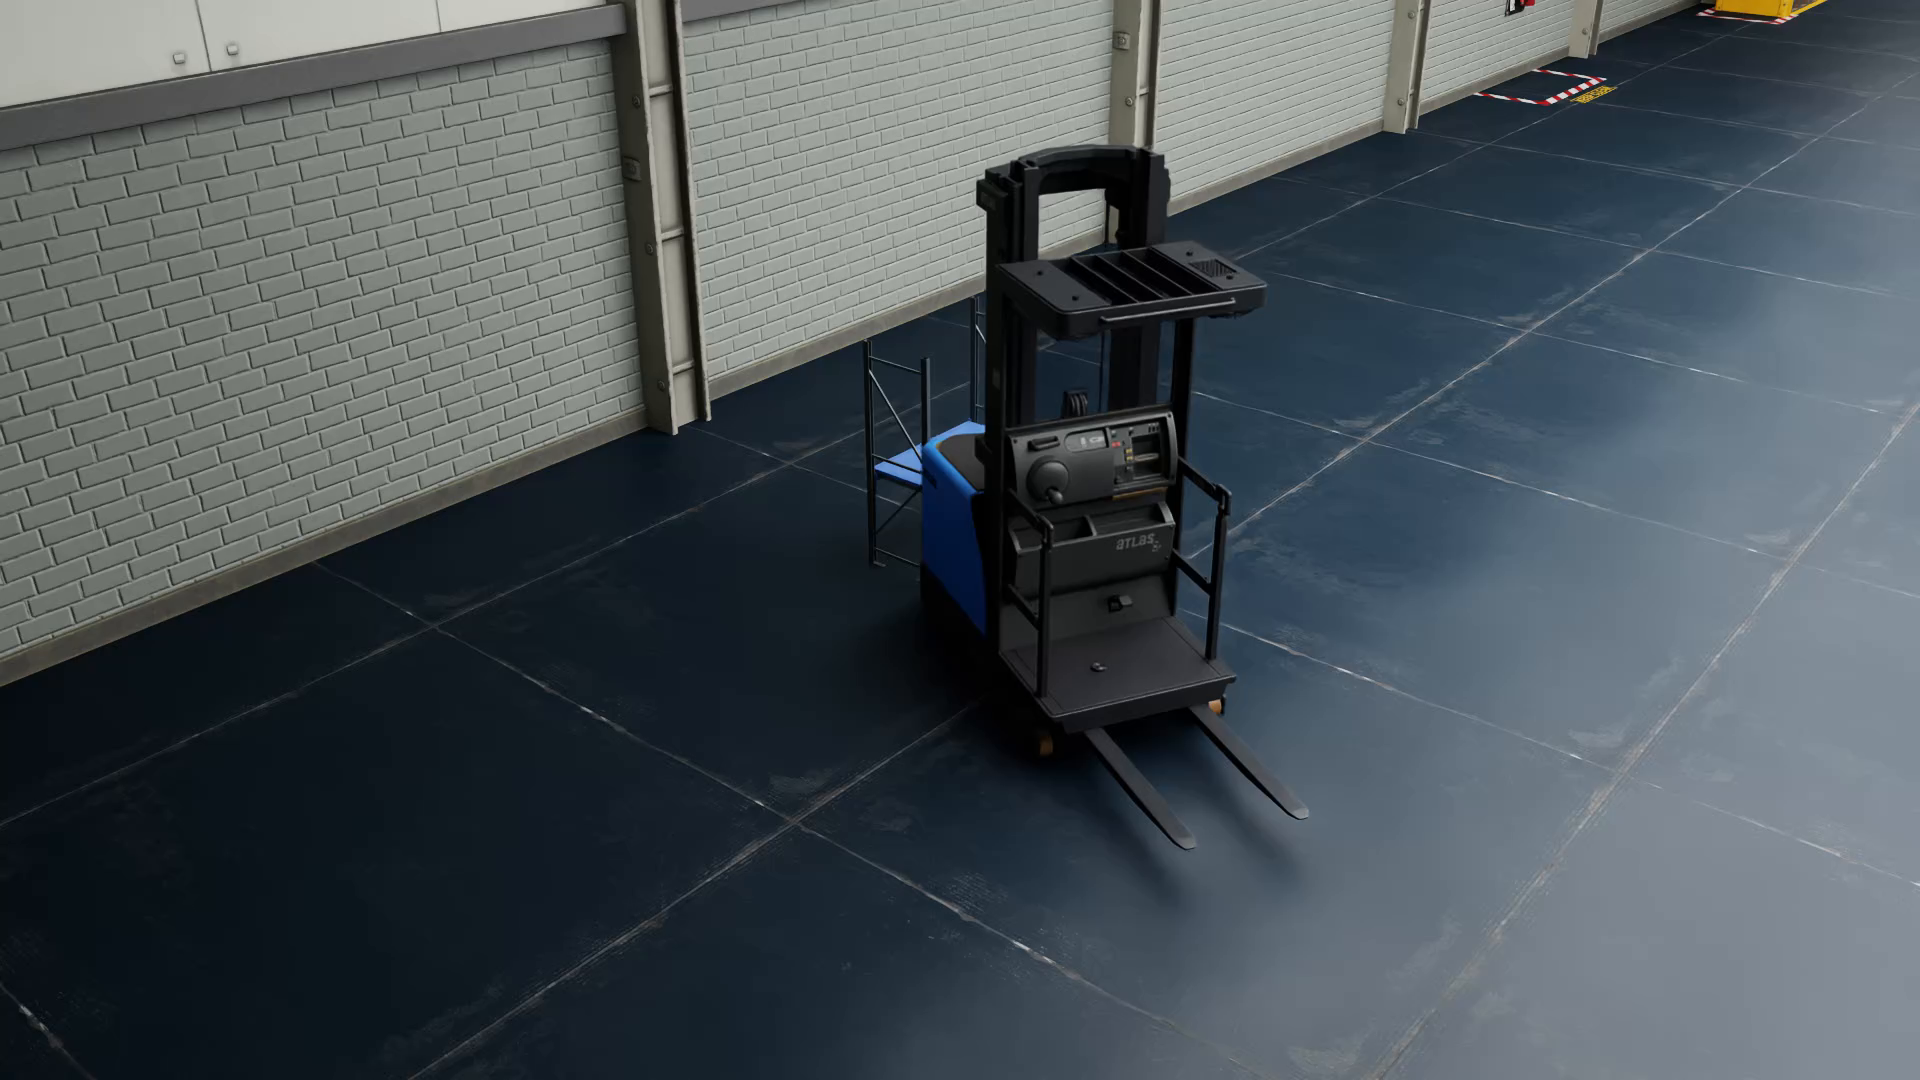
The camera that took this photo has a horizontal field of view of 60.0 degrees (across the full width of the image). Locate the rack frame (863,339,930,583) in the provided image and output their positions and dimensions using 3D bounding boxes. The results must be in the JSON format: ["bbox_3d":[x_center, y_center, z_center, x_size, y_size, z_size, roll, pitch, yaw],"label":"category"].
[{"bbox_3d":[-0.378,-0.456,10.130,0.500,1.500,0.032,21,34,34],"label":"rack frame"}]

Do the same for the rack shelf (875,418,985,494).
[{"bbox_3d":[-0.054,-0.476,10.561,0.538,0.185,1.000,21,34,34],"label":"rack shelf"}]

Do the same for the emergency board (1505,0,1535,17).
[{"bbox_3d":[7.715,-7.744,22.588,0.194,1.169,0.643,21,34,34],"label":"emergency board"}]

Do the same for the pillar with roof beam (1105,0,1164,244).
[{"bbox_3d":[5.005,-5.761,12.225,9.100,9.000,0.400,21,34,34],"label":"pillar with roof beam"}]

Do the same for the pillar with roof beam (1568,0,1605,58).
[{"bbox_3d":[12.638,-10.016,20.449,9.100,9.000,0.400,21,34,34],"label":"pillar with roof beam"}]

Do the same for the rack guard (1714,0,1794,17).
[{"bbox_3d":[13.403,-9.152,28.030,1.175,0.500,0.348,21,34,34],"label":"rack guard"}]

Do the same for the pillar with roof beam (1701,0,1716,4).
[{"bbox_3d":[16.455,-12.143,24.561,9.100,9.000,0.400,21,34,34],"label":"pillar with roof beam"}]

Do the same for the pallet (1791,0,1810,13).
[{"bbox_3d":[13.947,-9.302,28.633,1.003,0.211,1.213,21,34,34],"label":"pallet"}]

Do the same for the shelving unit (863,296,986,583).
[{"bbox_3d":[-0.054,-0.636,10.479,0.538,1.500,1.048,21,34,34],"label":"shelving unit"}]

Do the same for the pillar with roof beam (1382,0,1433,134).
[{"bbox_3d":[8.822,-7.889,16.337,9.100,9.000,0.400,21,34,34],"label":"pillar with roof beam"}]

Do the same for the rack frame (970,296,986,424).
[{"bbox_3d":[0.269,-0.816,10.827,0.500,1.500,0.032,21,34,34],"label":"rack frame"}]

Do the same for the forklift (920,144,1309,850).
[{"bbox_3d":[0.780,-0.383,8.432,1.130,2.935,3.031,-10,29,-19],"label":"forklift"}]

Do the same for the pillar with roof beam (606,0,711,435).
[{"bbox_3d":[1.189,-3.634,8.113,9.100,9.000,0.400,21,34,34],"label":"pillar with roof beam"}]

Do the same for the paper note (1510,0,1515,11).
[{"bbox_3d":[7.549,-7.311,22.708,0.016,0.148,0.142,21,34,34],"label":"paper note"}]

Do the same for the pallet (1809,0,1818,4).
[{"bbox_3d":[14.724,-9.733,29.465,1.003,0.211,1.213,21,34,34],"label":"pallet"}]
